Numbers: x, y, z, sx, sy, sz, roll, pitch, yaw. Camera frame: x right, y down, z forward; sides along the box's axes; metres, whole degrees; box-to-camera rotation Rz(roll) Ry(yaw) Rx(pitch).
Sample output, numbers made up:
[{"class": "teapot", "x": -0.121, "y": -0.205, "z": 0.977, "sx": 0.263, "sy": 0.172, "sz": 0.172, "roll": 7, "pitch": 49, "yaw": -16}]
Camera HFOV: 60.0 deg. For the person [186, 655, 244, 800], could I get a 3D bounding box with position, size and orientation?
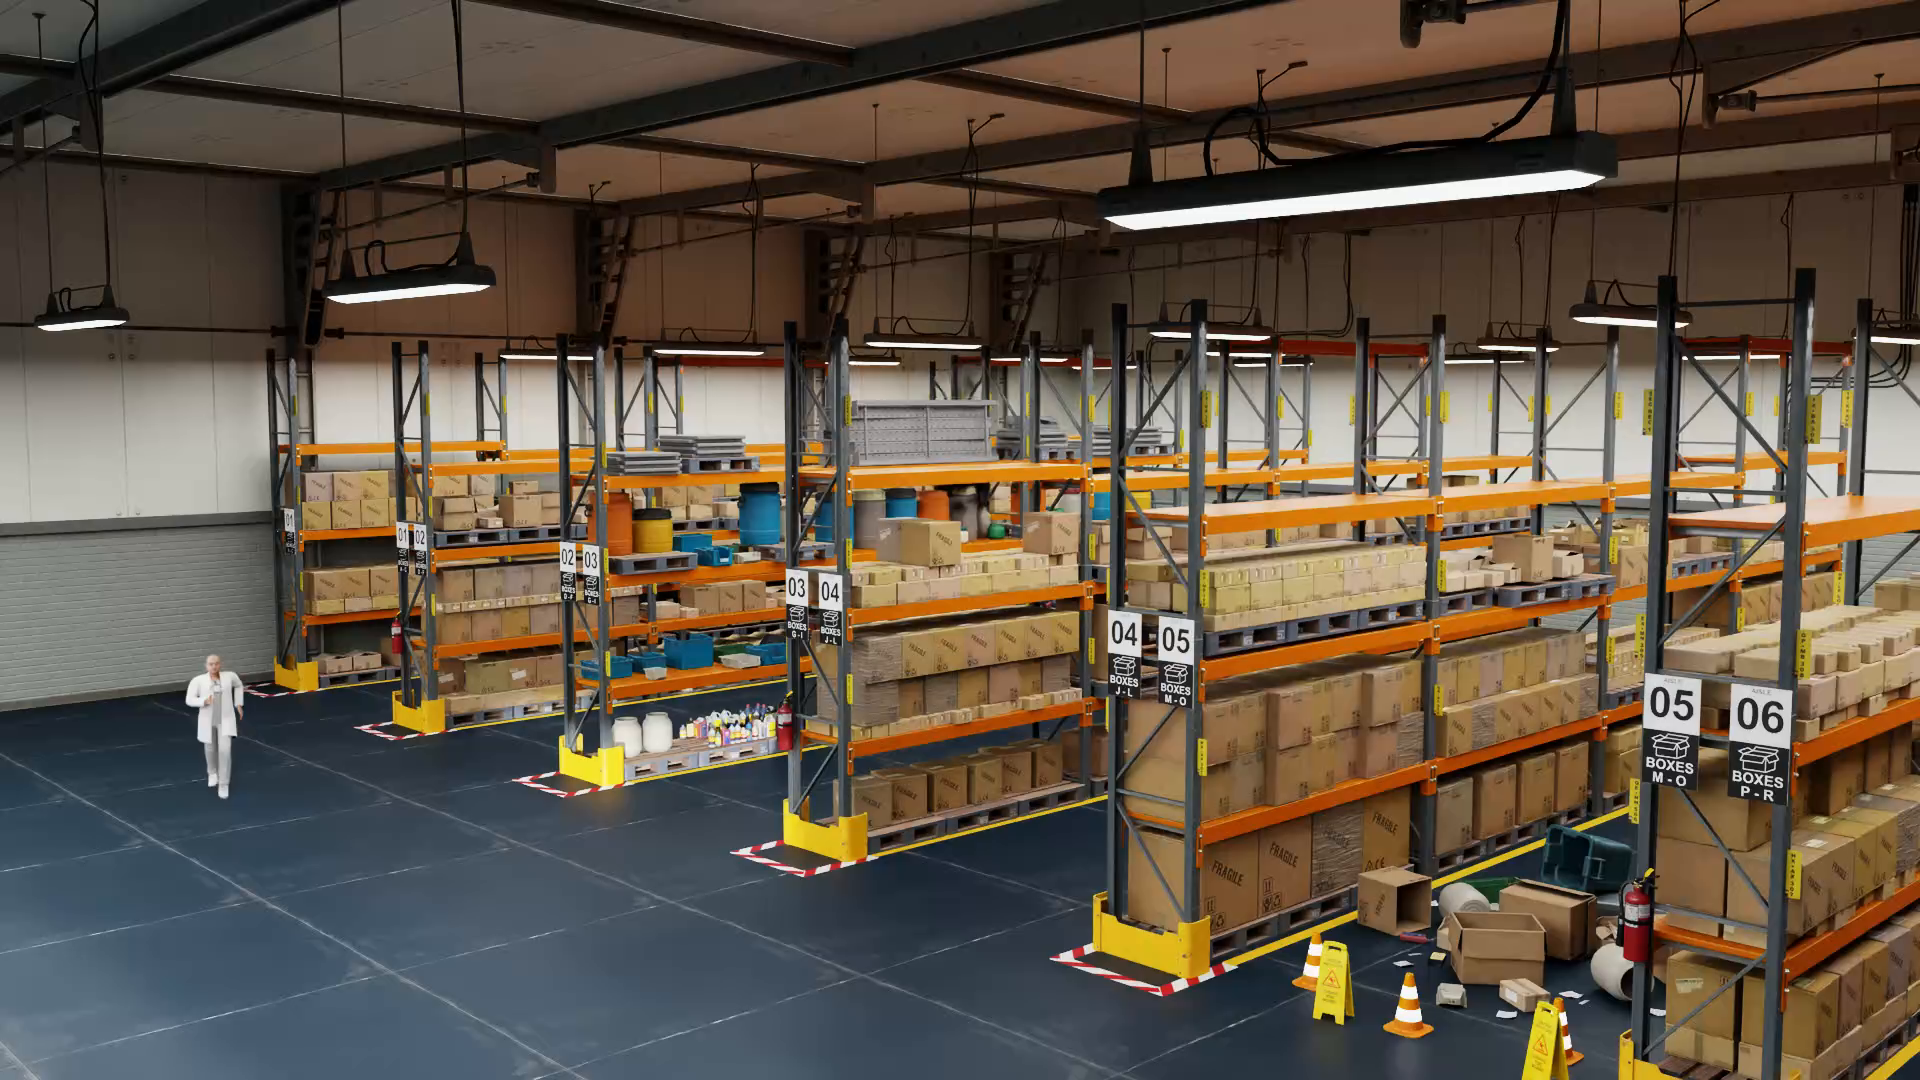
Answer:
[{"class": "person", "x": -9.683, "y": 2.387, "z": 21.636, "sx": 0.680, "sy": 1.822, "sz": 0.977, "roll": -2, "pitch": 5, "yaw": -24}]
